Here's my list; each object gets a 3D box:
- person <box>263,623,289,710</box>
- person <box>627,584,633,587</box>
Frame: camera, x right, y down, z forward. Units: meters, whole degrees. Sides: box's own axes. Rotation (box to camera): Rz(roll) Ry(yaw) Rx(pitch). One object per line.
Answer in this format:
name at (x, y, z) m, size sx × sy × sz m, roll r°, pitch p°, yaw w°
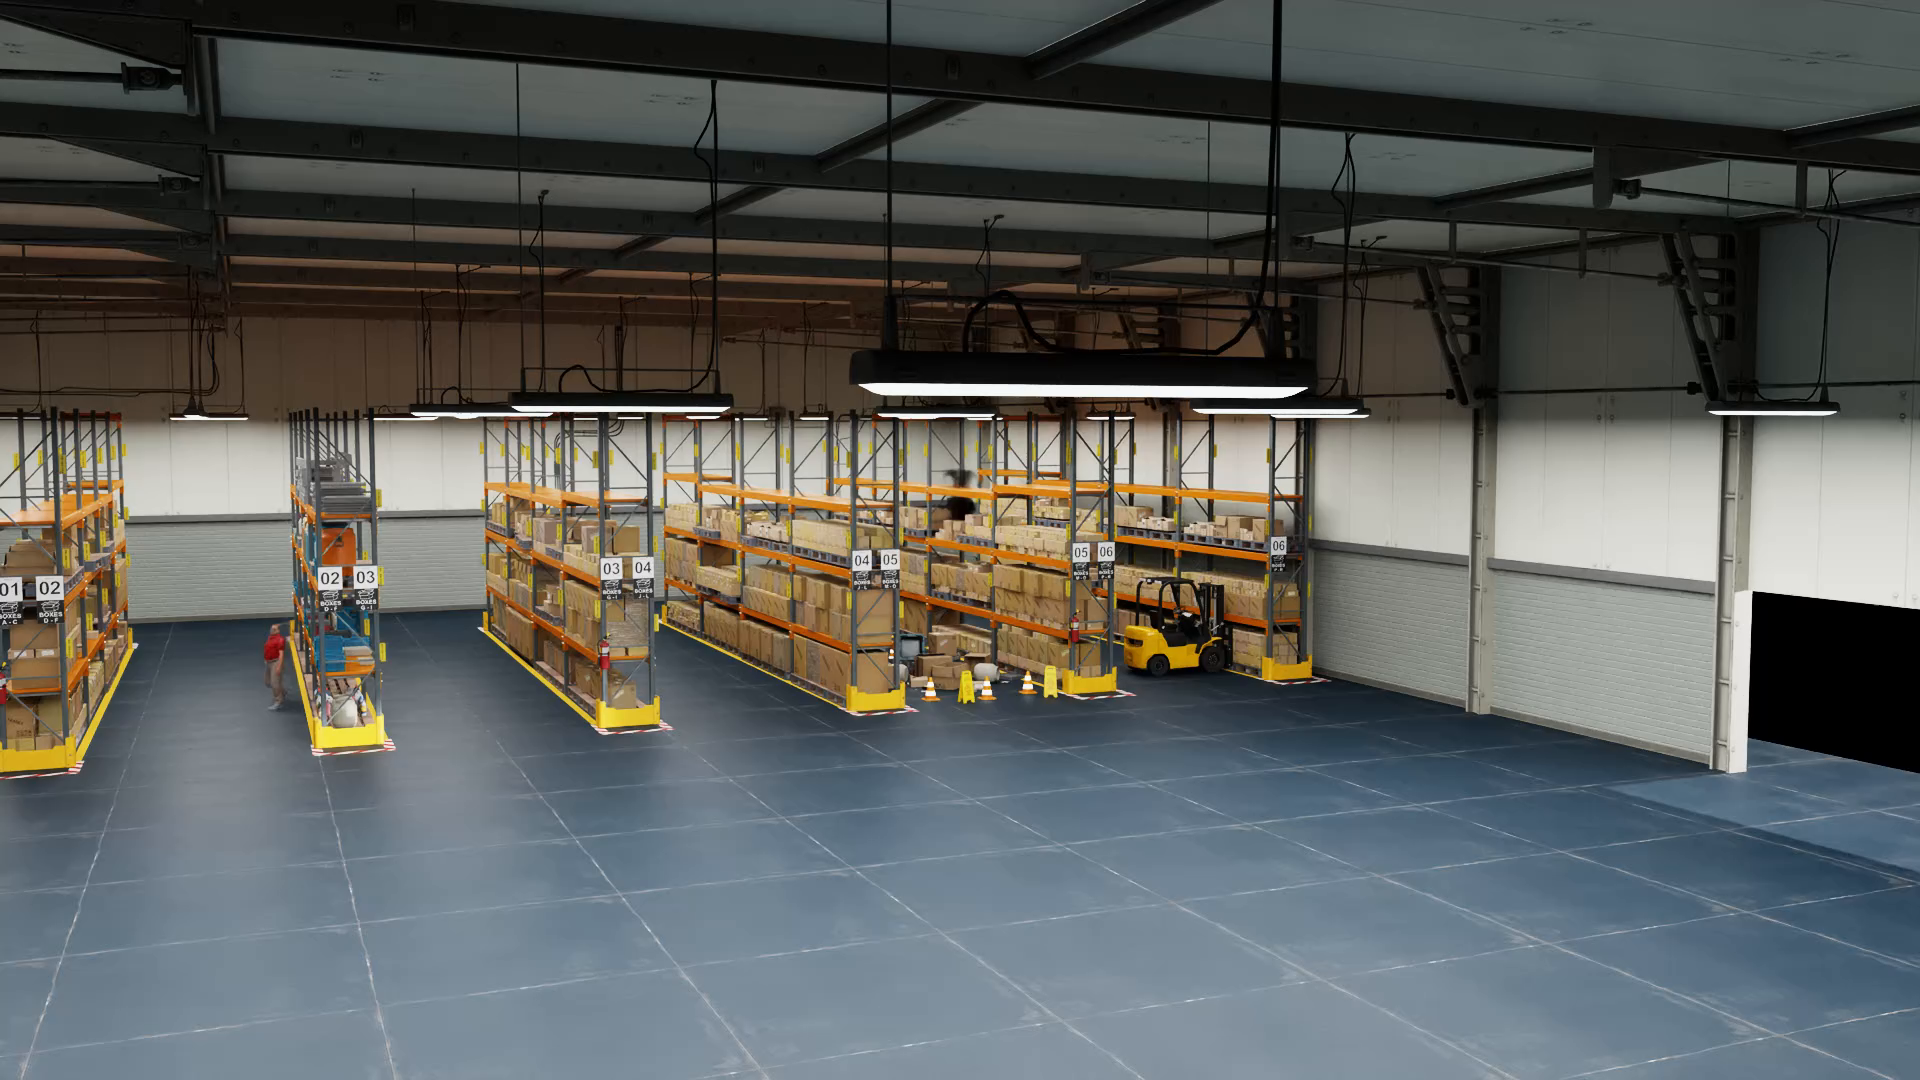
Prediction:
person at (-13.769, 2.522, 33.526) m, size 0.748 × 1.722 × 0.628 m, roll 3°, pitch 5°, yaw 38°
person at (-9.445, 1.572, 48.254) m, size 0.637 × 1.615 × 0.625 m, roll 0°, pitch 4°, yaw -5°
